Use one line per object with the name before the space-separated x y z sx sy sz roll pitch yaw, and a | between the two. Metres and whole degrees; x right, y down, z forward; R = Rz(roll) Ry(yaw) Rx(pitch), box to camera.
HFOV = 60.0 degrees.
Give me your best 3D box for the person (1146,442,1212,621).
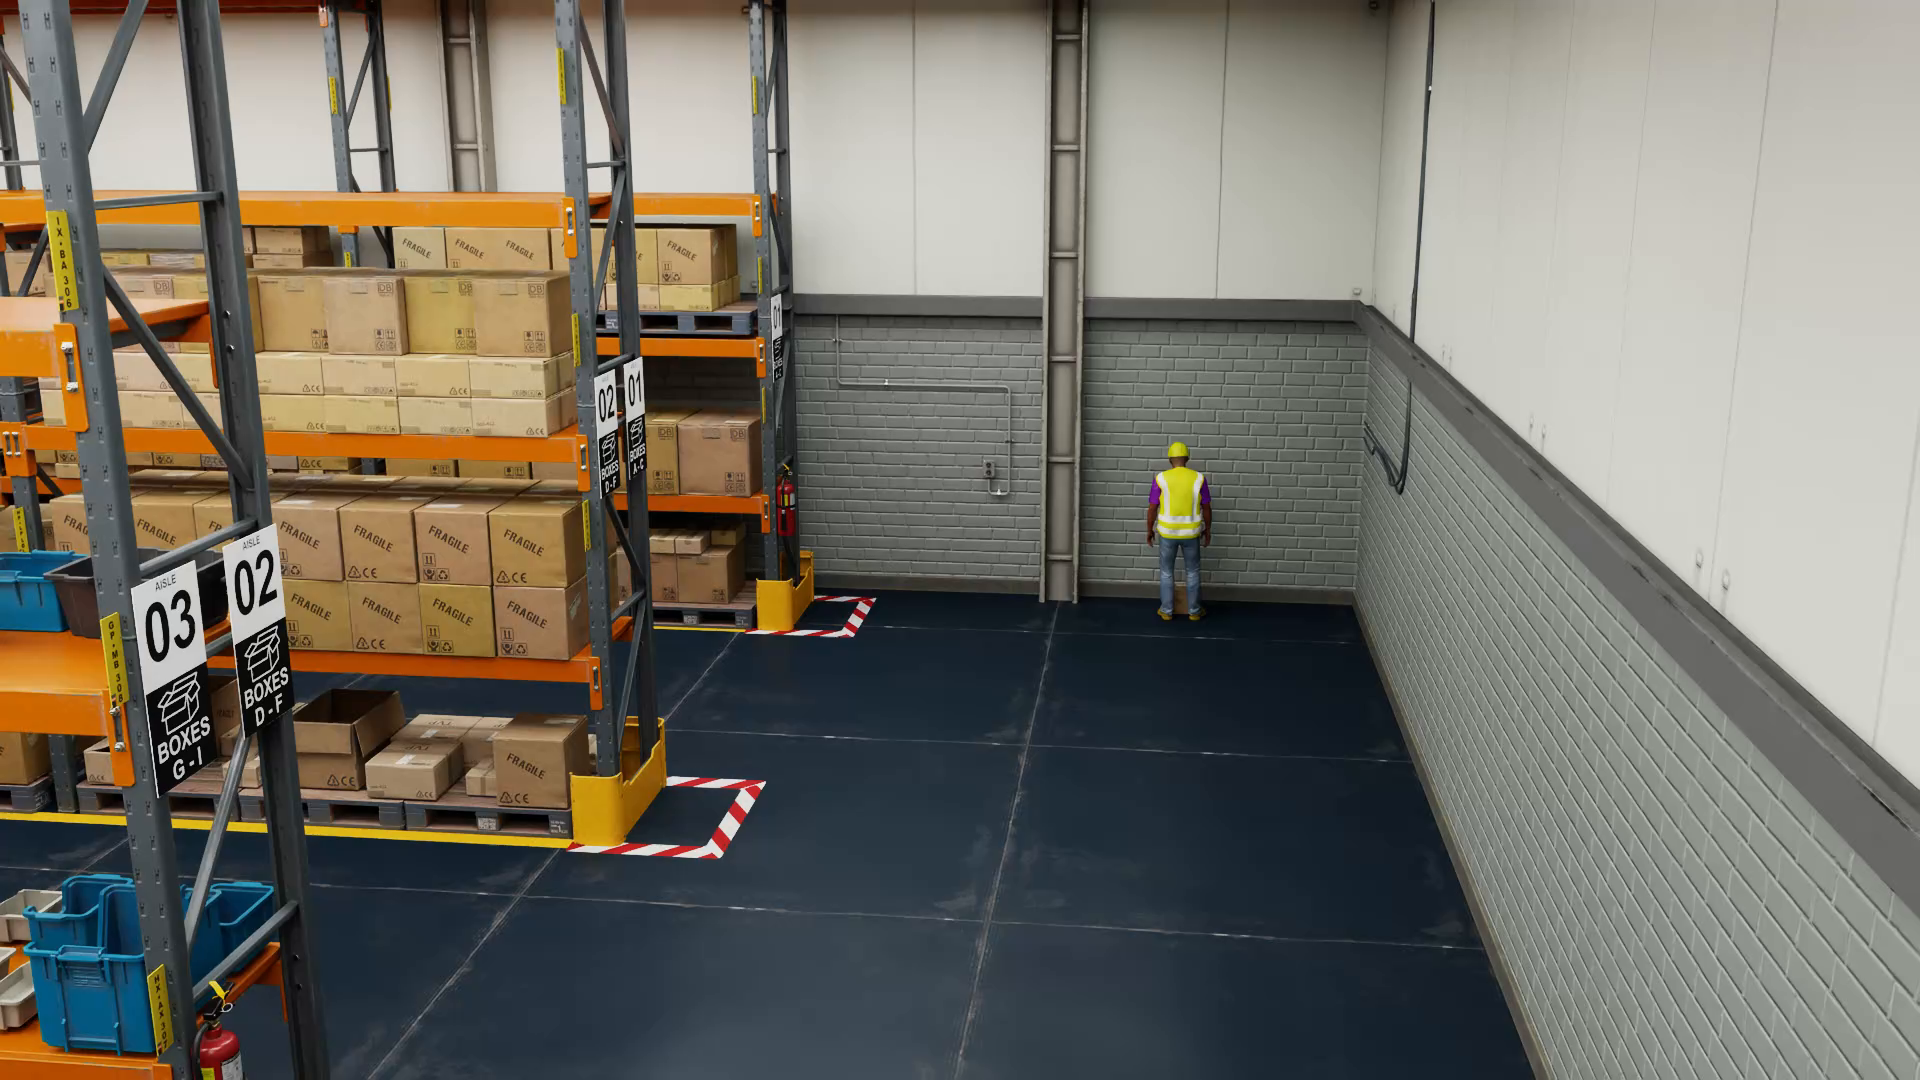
person | 2.147 -0.087 16.314 0.635 1.760 0.457 1 14 3
